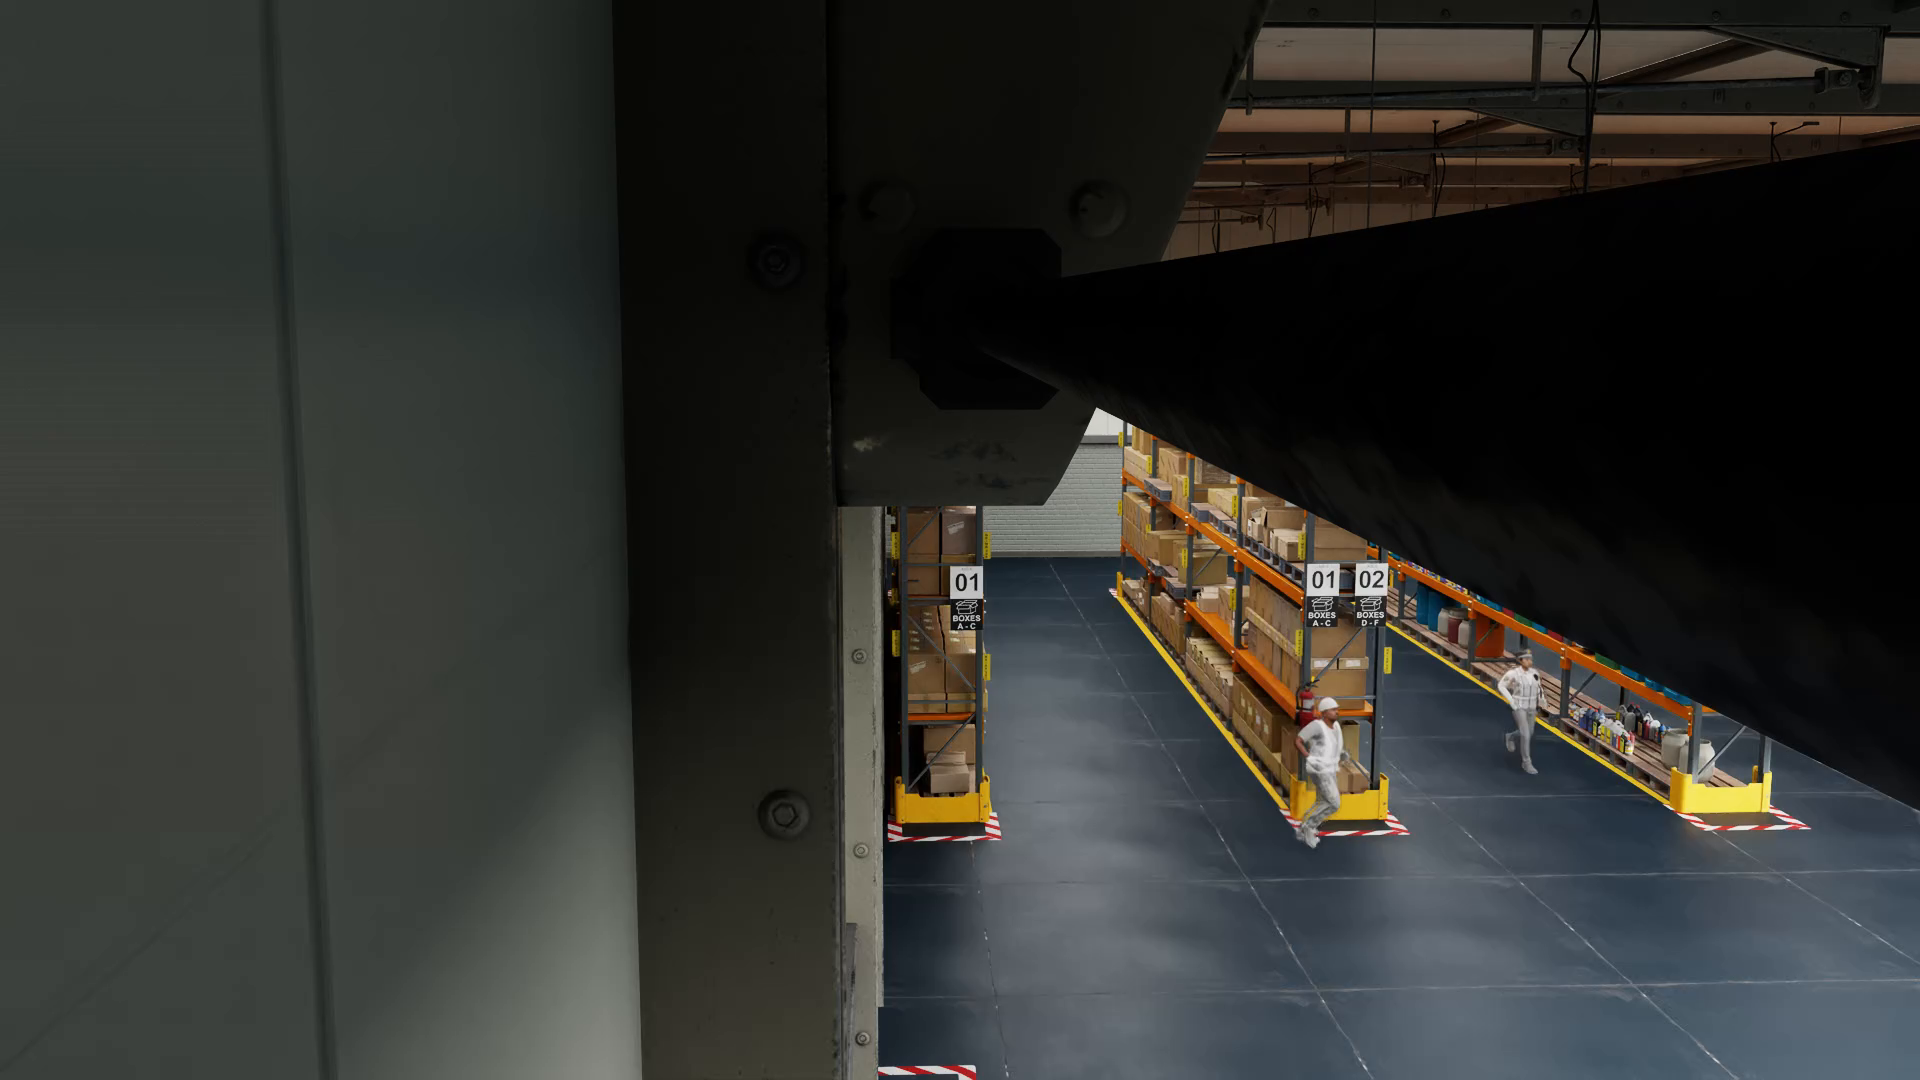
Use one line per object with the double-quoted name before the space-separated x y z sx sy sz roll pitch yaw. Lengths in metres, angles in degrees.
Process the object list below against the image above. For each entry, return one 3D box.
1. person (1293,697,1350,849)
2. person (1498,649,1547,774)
"person" 4.270 2.712 19.471 0.583 1.751 0.705 7 10 40
"person" 7.723 2.313 22.887 0.618 1.690 0.799 -2 8 -15
